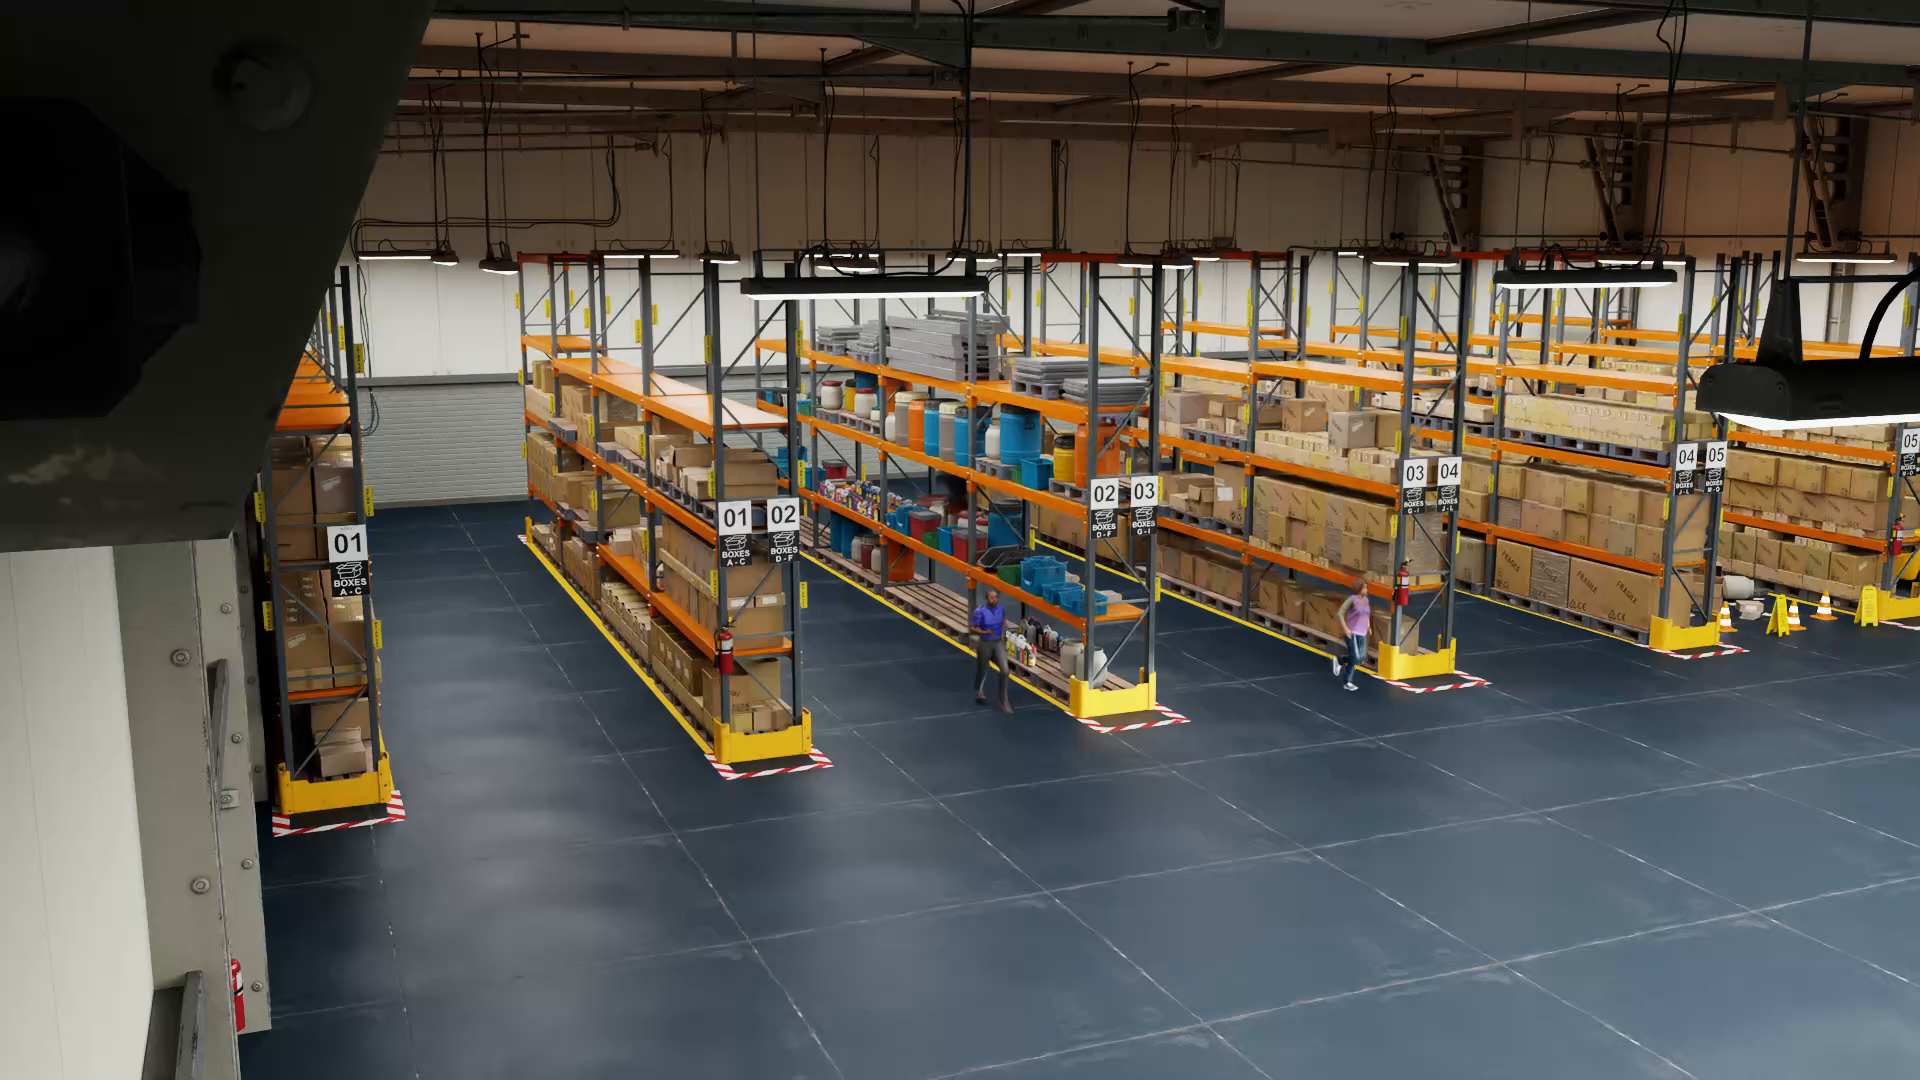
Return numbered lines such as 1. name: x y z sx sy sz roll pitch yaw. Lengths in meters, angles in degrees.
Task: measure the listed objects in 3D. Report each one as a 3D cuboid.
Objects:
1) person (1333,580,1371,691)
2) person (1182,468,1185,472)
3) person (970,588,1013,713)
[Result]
1. person: 5.569 1.328 23.568 0.587 1.517 0.581 -6 12 -30
2. person: 4.467 -0.654 34.014 0.580 1.650 0.701 -5 11 -25
3. person: 0.390 1.471 22.529 0.603 1.681 0.803 -4 11 -20
